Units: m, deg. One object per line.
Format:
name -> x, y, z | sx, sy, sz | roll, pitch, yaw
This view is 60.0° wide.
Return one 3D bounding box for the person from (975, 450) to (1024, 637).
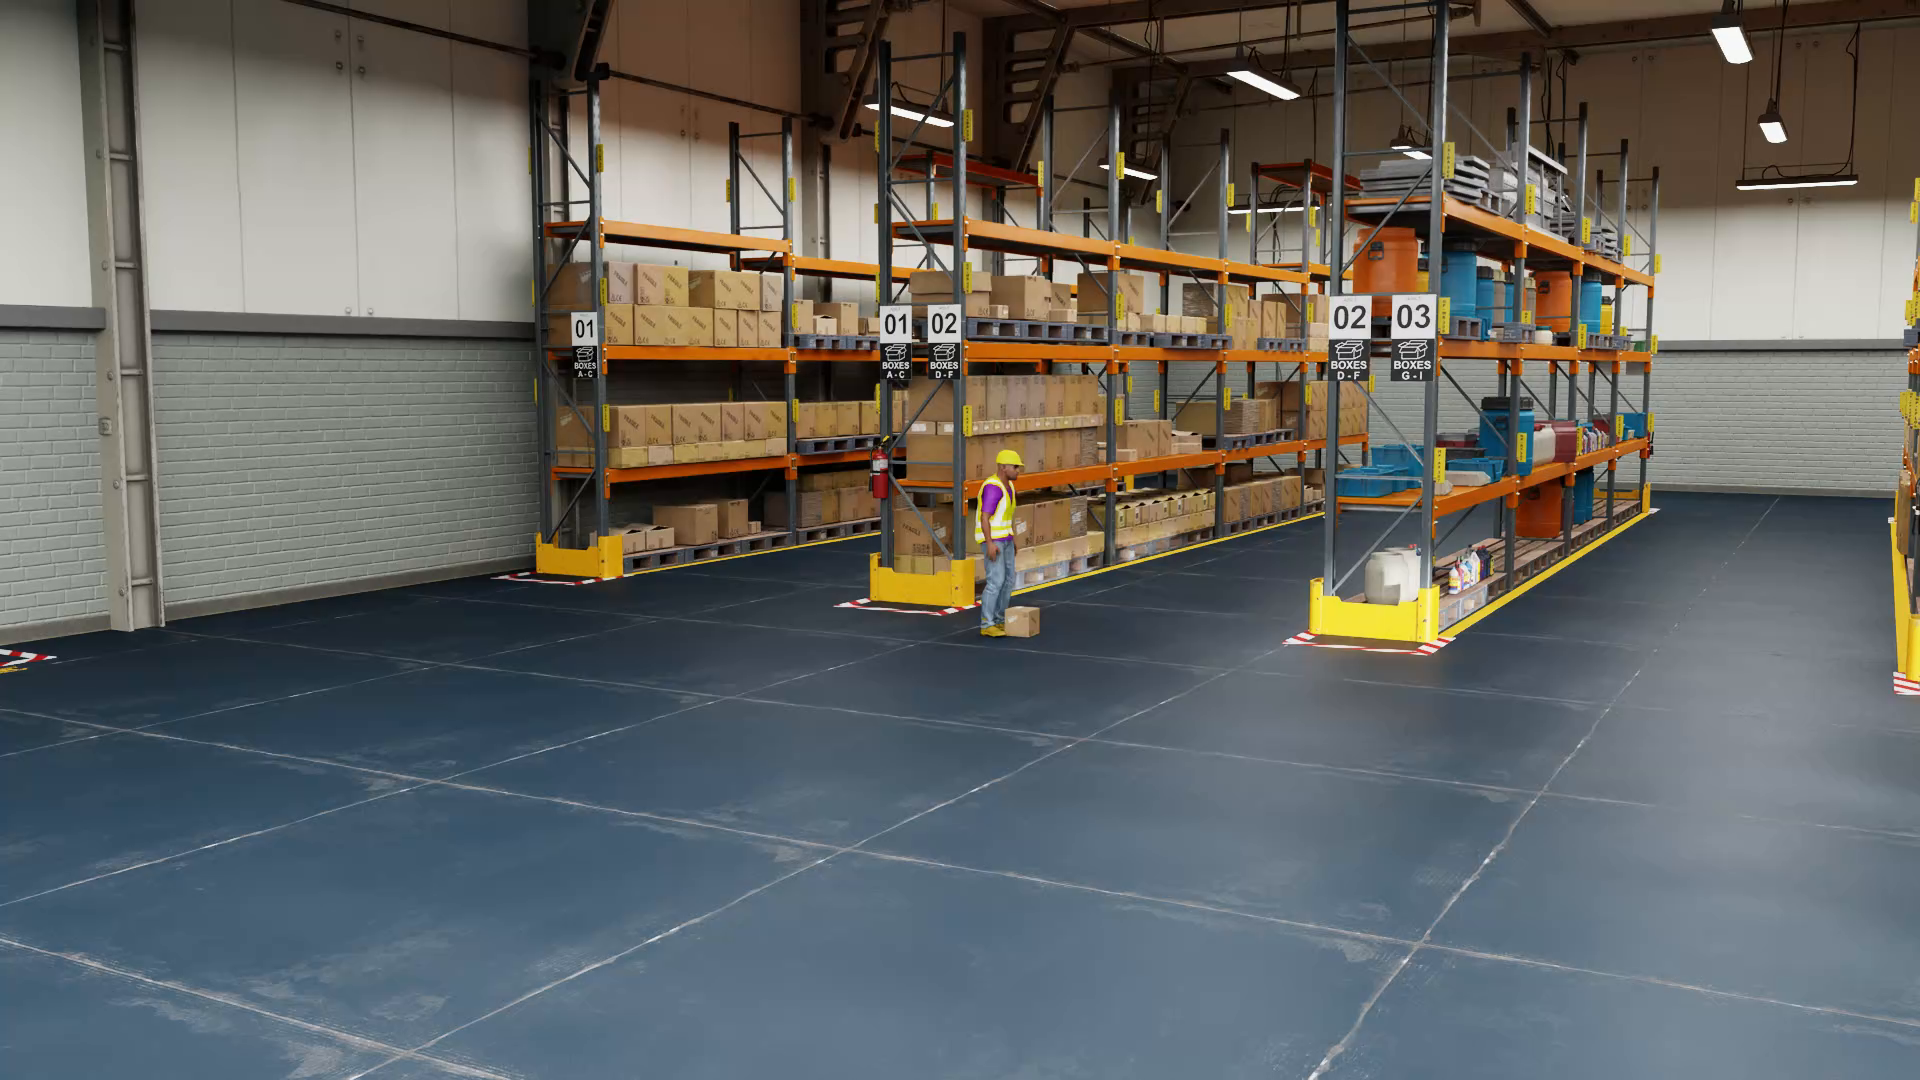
person -> 0.392, 0.017, 15.885 | 0.458, 1.760, 0.634 | 3, 7, 25
